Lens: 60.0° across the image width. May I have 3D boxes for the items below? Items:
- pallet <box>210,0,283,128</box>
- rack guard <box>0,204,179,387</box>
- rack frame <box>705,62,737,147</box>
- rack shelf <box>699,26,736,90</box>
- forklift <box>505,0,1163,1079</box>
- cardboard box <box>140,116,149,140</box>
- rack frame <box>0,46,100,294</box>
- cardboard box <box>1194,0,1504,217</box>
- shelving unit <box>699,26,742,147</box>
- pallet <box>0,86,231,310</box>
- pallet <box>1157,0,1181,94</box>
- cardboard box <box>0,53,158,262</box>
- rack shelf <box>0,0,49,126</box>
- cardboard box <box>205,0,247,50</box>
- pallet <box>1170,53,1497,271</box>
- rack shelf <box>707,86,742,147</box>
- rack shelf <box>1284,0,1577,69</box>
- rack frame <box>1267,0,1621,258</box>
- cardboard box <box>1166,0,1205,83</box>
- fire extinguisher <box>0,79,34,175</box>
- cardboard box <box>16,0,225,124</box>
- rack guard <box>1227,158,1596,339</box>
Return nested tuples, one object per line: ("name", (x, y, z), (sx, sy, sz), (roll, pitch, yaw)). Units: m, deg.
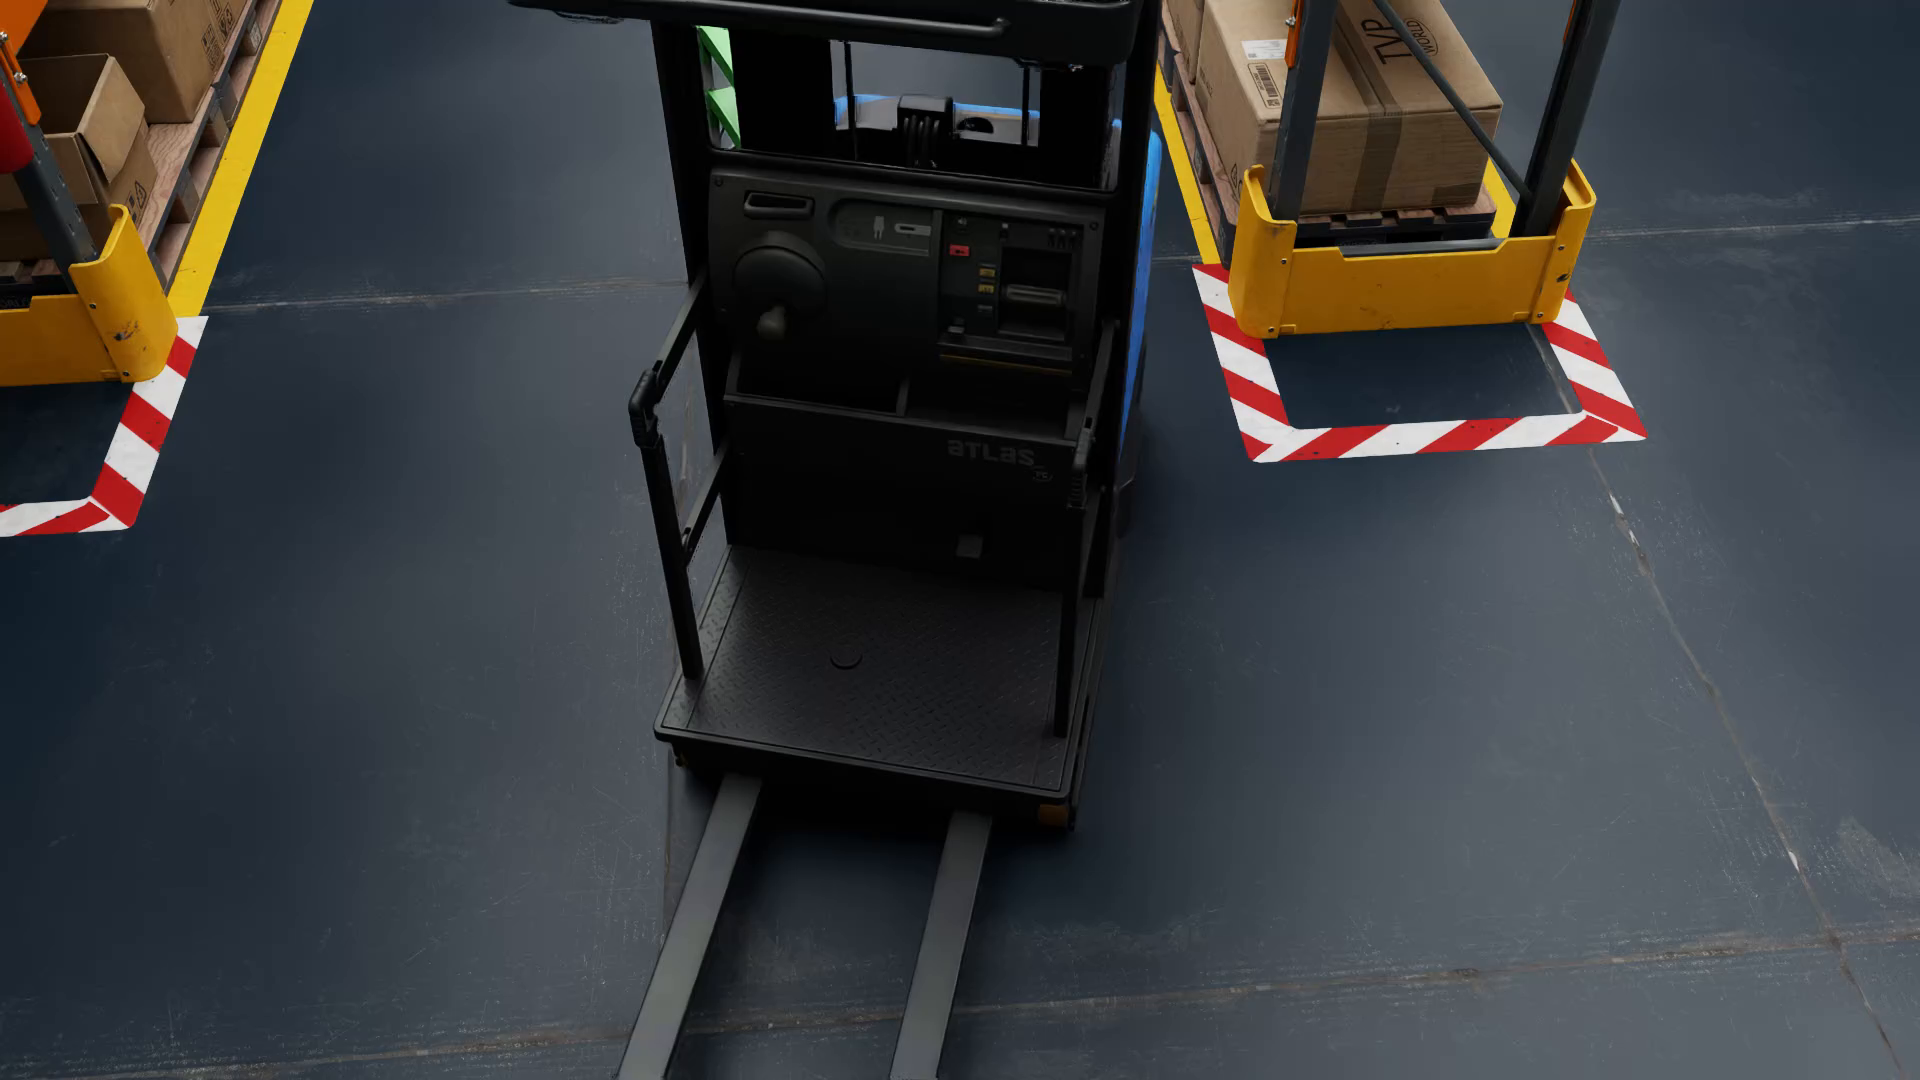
("pallet", (-3.545, -2.171, 7.161), (1.003, 0.211, 1.213), (-3, 47, -3))
("rack guard", (-3.378, -0.813, 5.676), (1.175, 0.500, 0.348), (-3, 47, -3))
("rack frame", (-0.723, -1.366, 5.718), (0.240, 1.200, 0.015), (-18, 49, -17))
("rack shelf", (-0.622, -1.491, 5.263), (0.258, 0.148, 0.480), (-18, 49, -17))
("forklift", (-0.173, -0.531, 3.734), (1.130, 2.935, 3.031), (8, 47, 8))
("cardboard box", (-3.325, -1.540, 6.316), (0.380, 0.149, 0.250), (-5, 47, -5))
("rack frame", (-3.372, -1.617, 4.716), (1.000, 3.000, 0.127), (-3, 47, -3))
("cardboard box", (1.420, -1.657, 6.228), (0.875, 0.438, 0.875), (-5, 47, -5))
("shelving unit", (-0.622, -1.205, 5.565), (0.258, 1.200, 0.503), (-18, 49, -17))
("pallet", (-3.446, -1.290, 6.327), (1.003, 0.211, 1.213), (-3, 47, -3))
("pallet", (1.331, -2.417, 7.394), (1.003, 0.211, 1.213), (-3, 47, -3))
("cardboard box", (-3.328, -1.352, 5.894), (0.797, 0.503, 0.637), (-5, 47, -5))
("rack shelf", (-3.539, -2.817, 6.348), (1.077, 0.370, 4.000), (-3, 47, -3))
("cardboard box", (-3.306, -2.360, 6.852), (0.500, 0.500, 0.500), (-3, 47, -3))
("pallet", (1.430, -1.537, 6.560), (1.003, 0.211, 1.213), (-3, 47, -3))
("rack shelf", (-0.622, -1.326, 5.437), (0.258, 0.148, 0.480), (-18, 49, -17))
("rack shelf", (1.407, -3.122, 6.636), (1.077, 0.370, 4.000), (-3, 47, -3))
("rack frame", (1.574, -1.922, 5.004), (1.000, 3.000, 0.127), (-3, 47, -3))
("cardboard box", (1.335, -2.318, 6.855), (0.875, 0.438, 0.875), (-2, 47, -2))
("fire extinguisher", (-2.899, -1.384, 4.805), (0.296, 0.674, 0.183), (-3, 47, -3))
("cardboard box", (-3.361, -1.971, 6.484), (0.700, 0.500, 0.500), (-2, 47, -2))
("rack guard", (1.576, -1.045, 5.895), (1.175, 0.500, 0.348), (-3, 47, -3))
